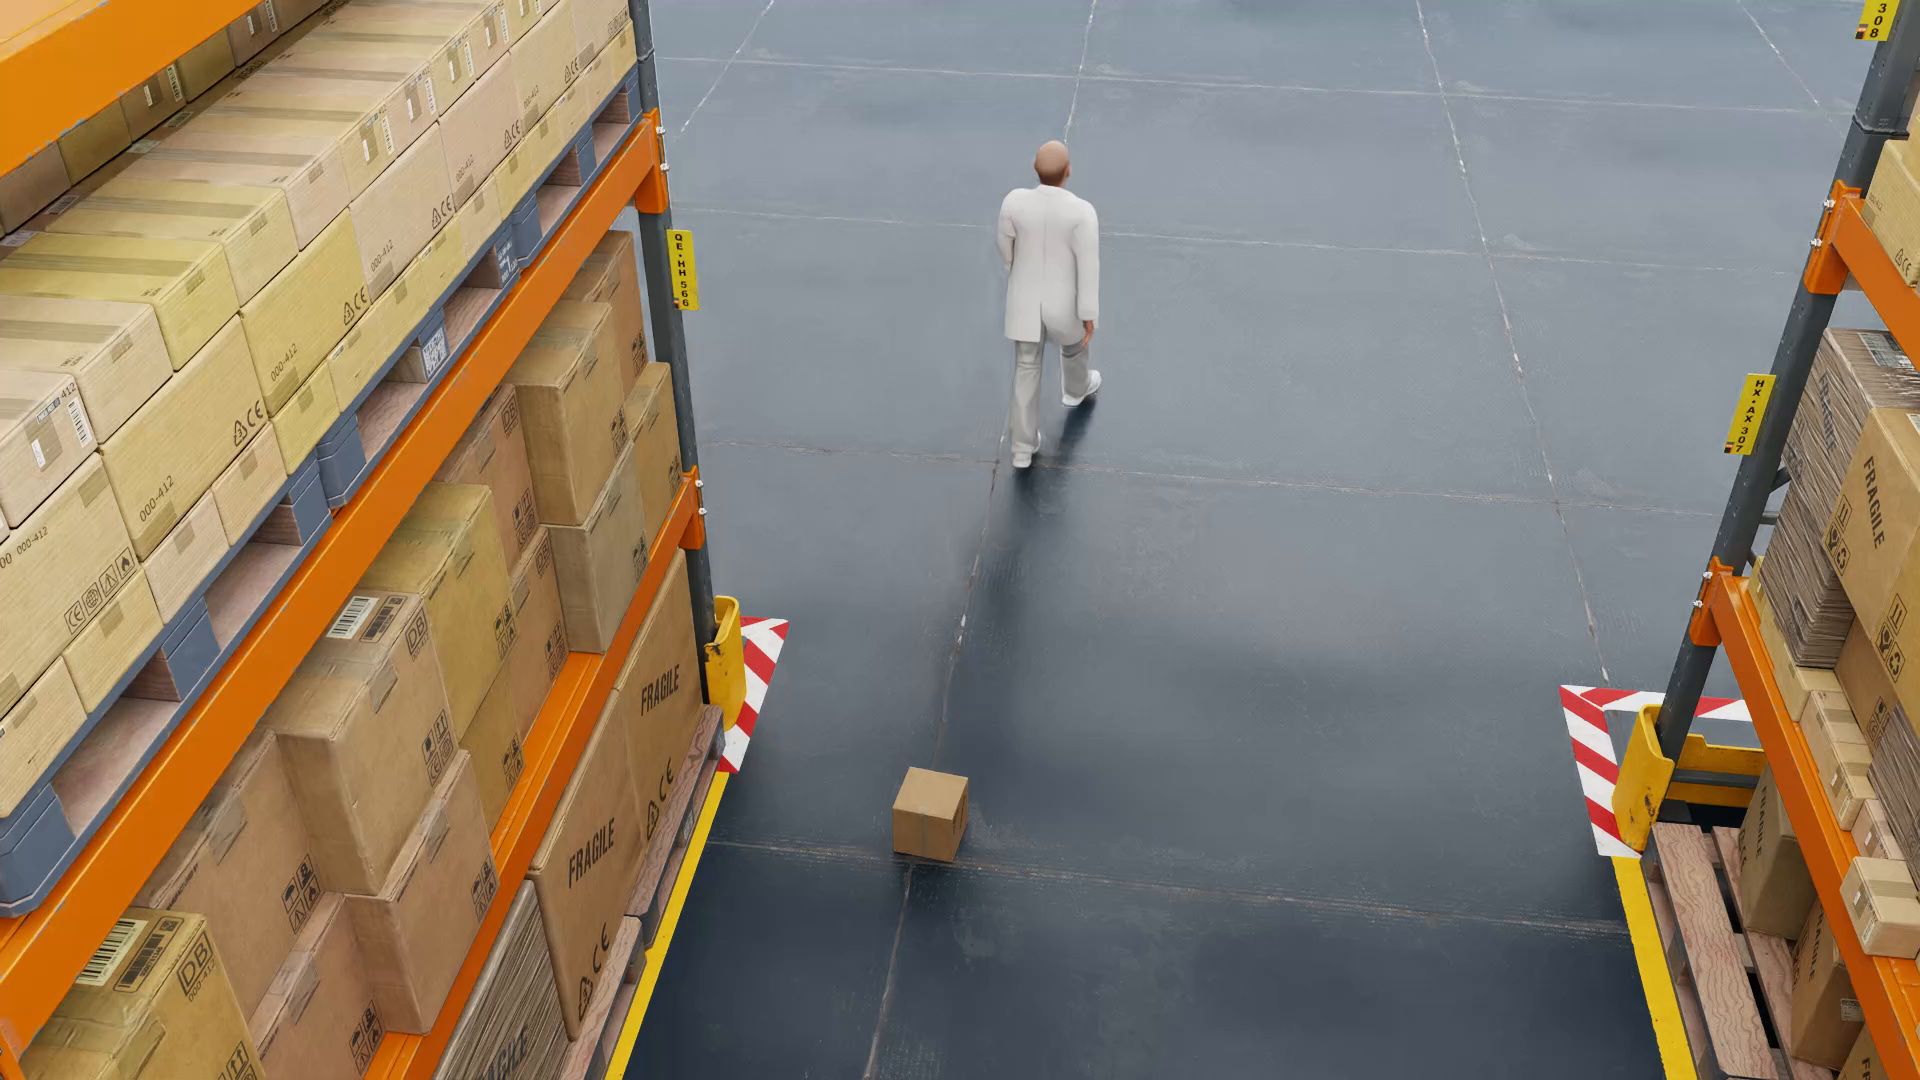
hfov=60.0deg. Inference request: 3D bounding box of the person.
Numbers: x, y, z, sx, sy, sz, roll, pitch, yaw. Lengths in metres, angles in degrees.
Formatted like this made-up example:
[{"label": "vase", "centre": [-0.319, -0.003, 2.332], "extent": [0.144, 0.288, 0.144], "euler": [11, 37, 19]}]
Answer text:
[{"label": "person", "centre": [0.501, -1.356, 8.916], "extent": [0.607, 1.727, 1.096], "euler": [10, 37, 14]}]
